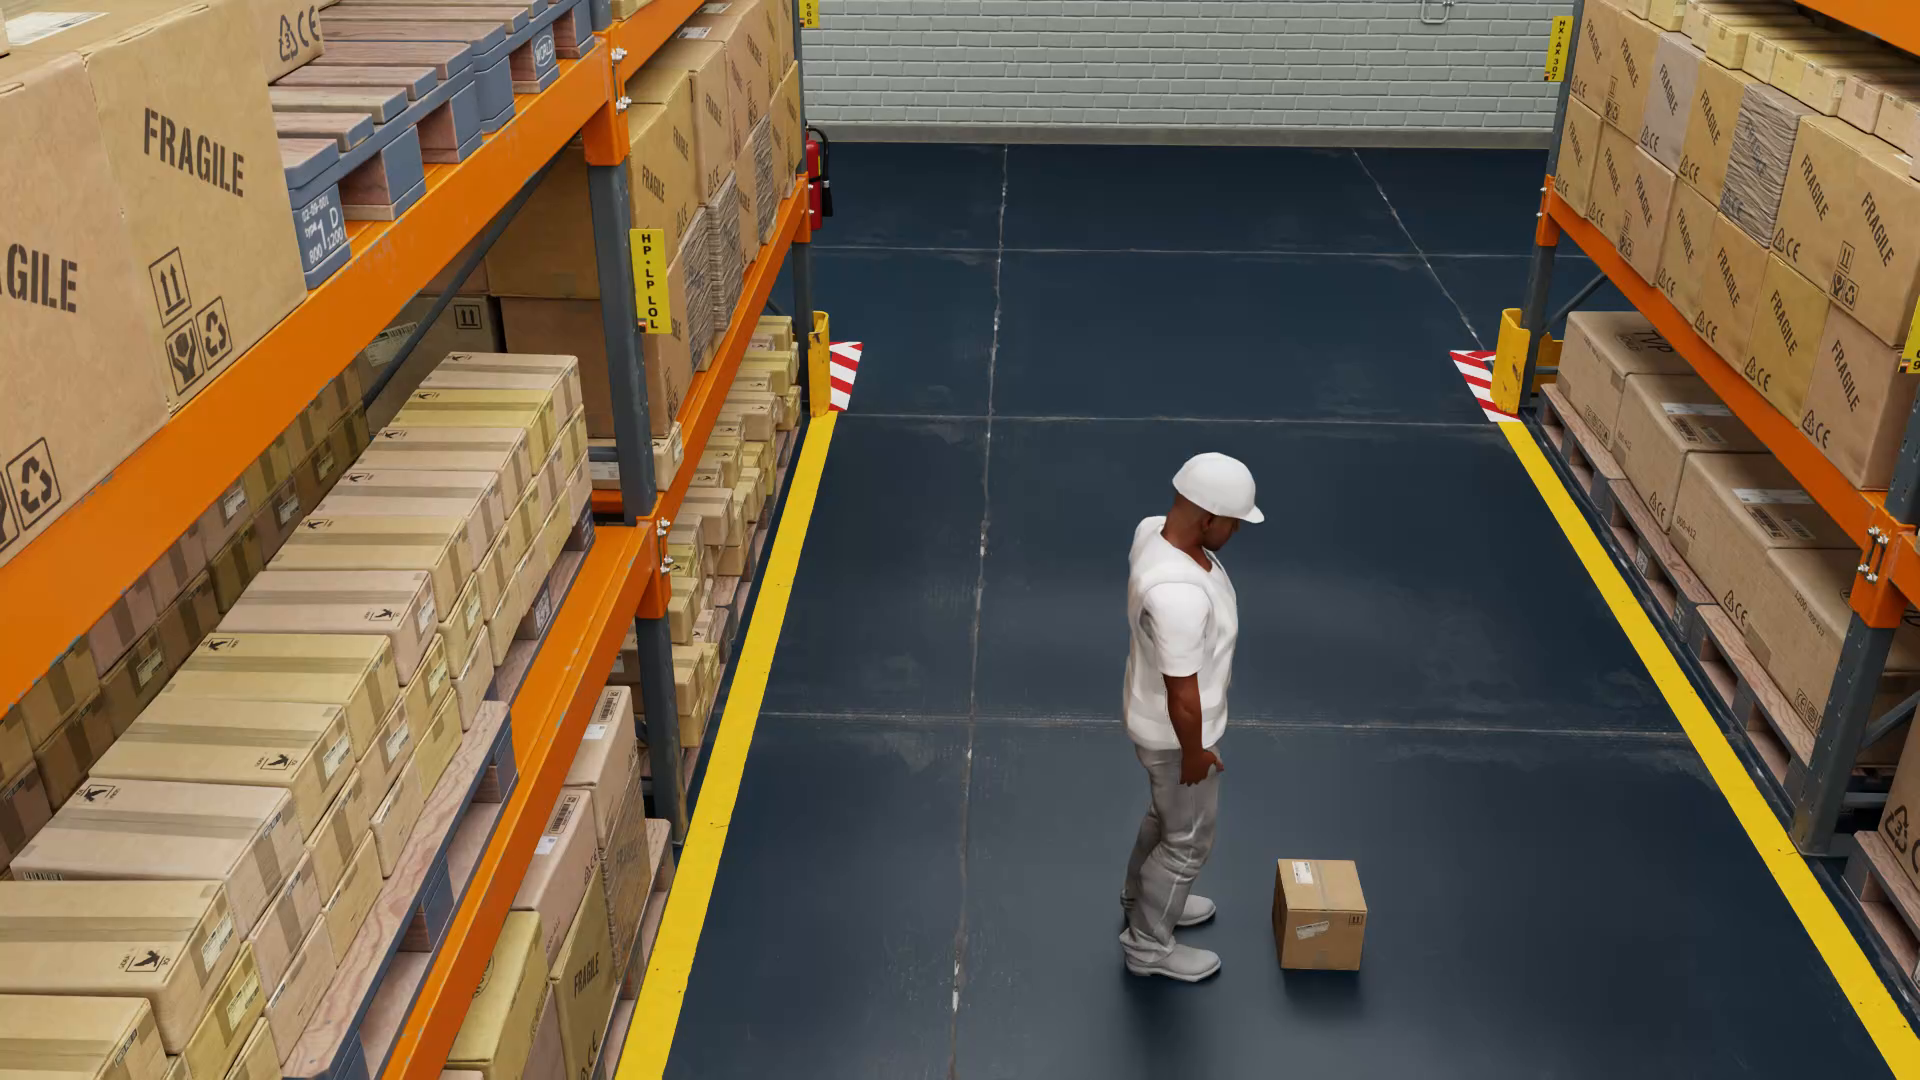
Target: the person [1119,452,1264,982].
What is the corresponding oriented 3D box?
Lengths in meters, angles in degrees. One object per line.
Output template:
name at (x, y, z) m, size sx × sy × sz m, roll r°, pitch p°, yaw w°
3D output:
person at (0.681, 0.534, 5.097) m, size 0.384 × 1.751 × 0.573 m, roll 2°, pitch 28°, yaw 3°
